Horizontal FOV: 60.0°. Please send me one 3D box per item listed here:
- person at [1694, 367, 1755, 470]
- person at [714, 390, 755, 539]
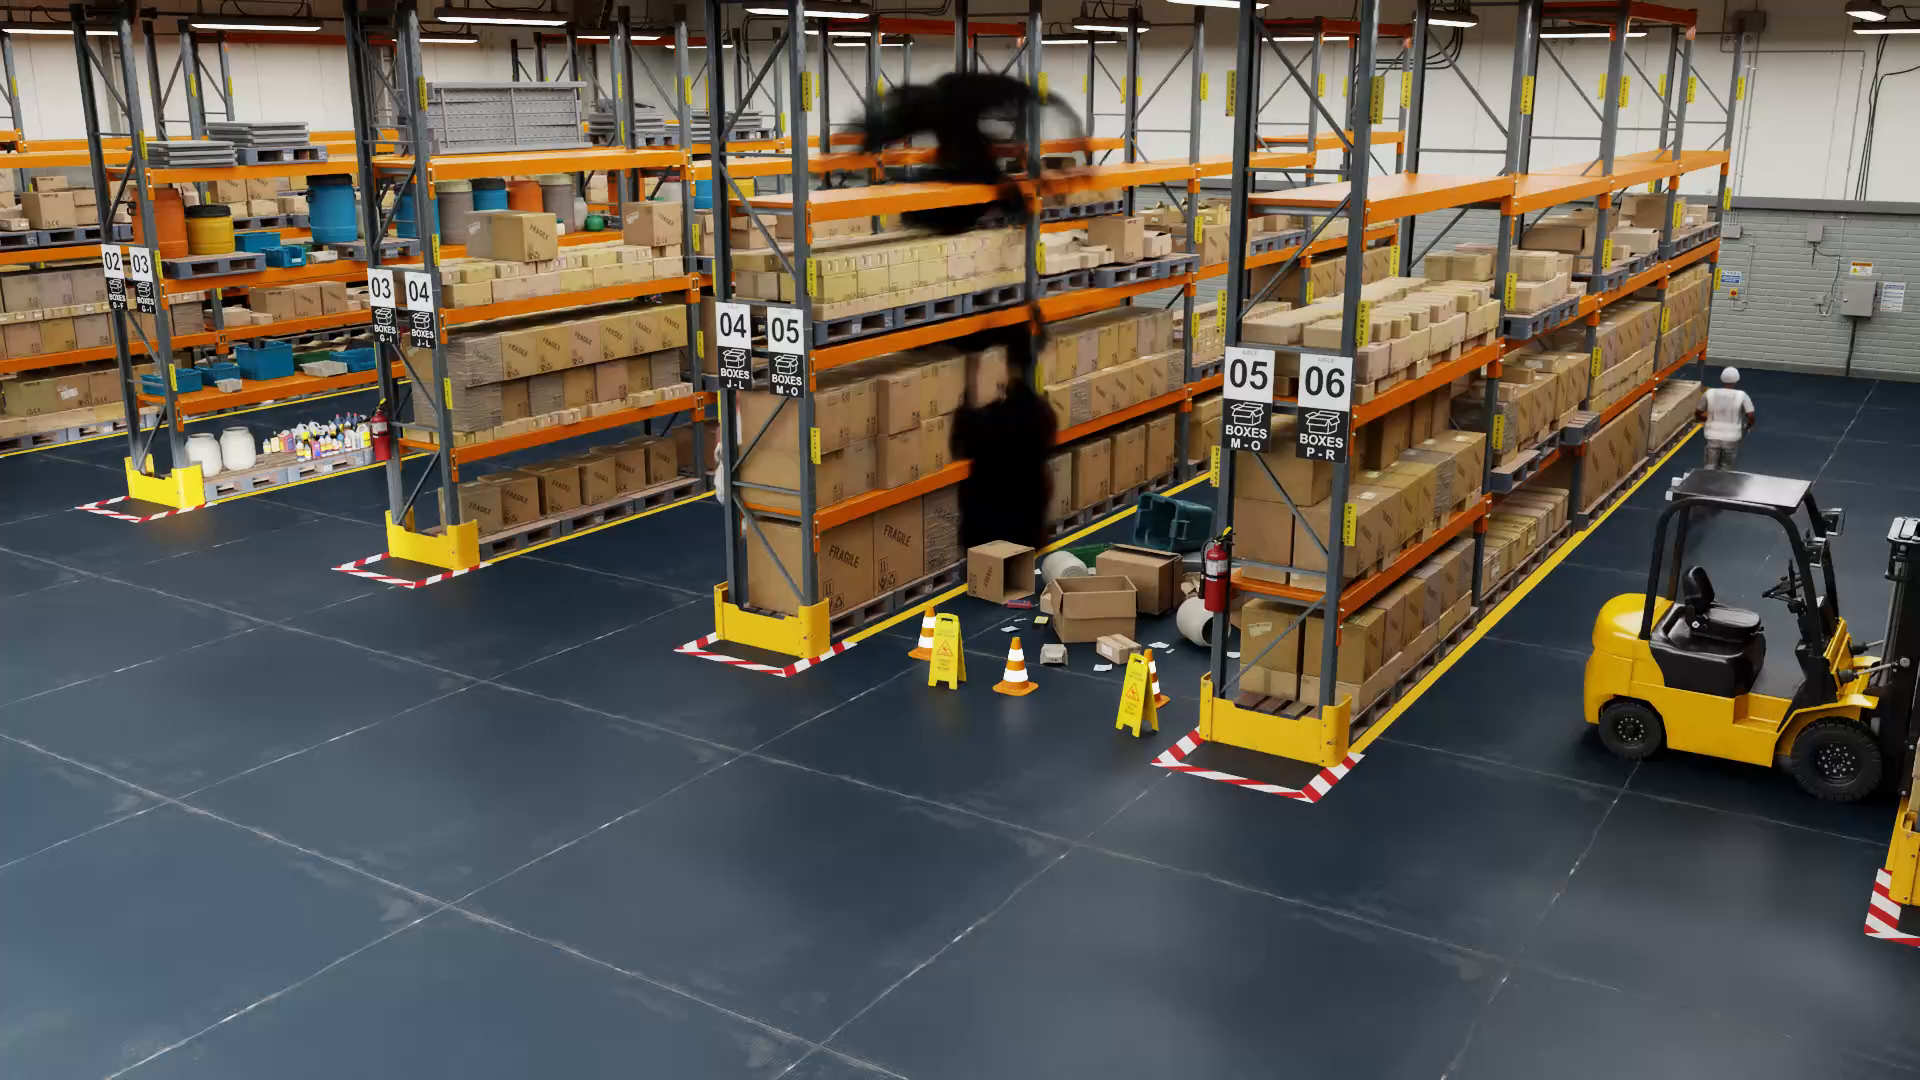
[{"bbox_3d":[9.368,-1.248,20.432,0.690,1.761,0.733,10,18,31],"label":"person"},{"bbox_3d":[-2.416,-0.847,17.924,0.663,1.785,0.579,6,17,19],"label":"person"}]
